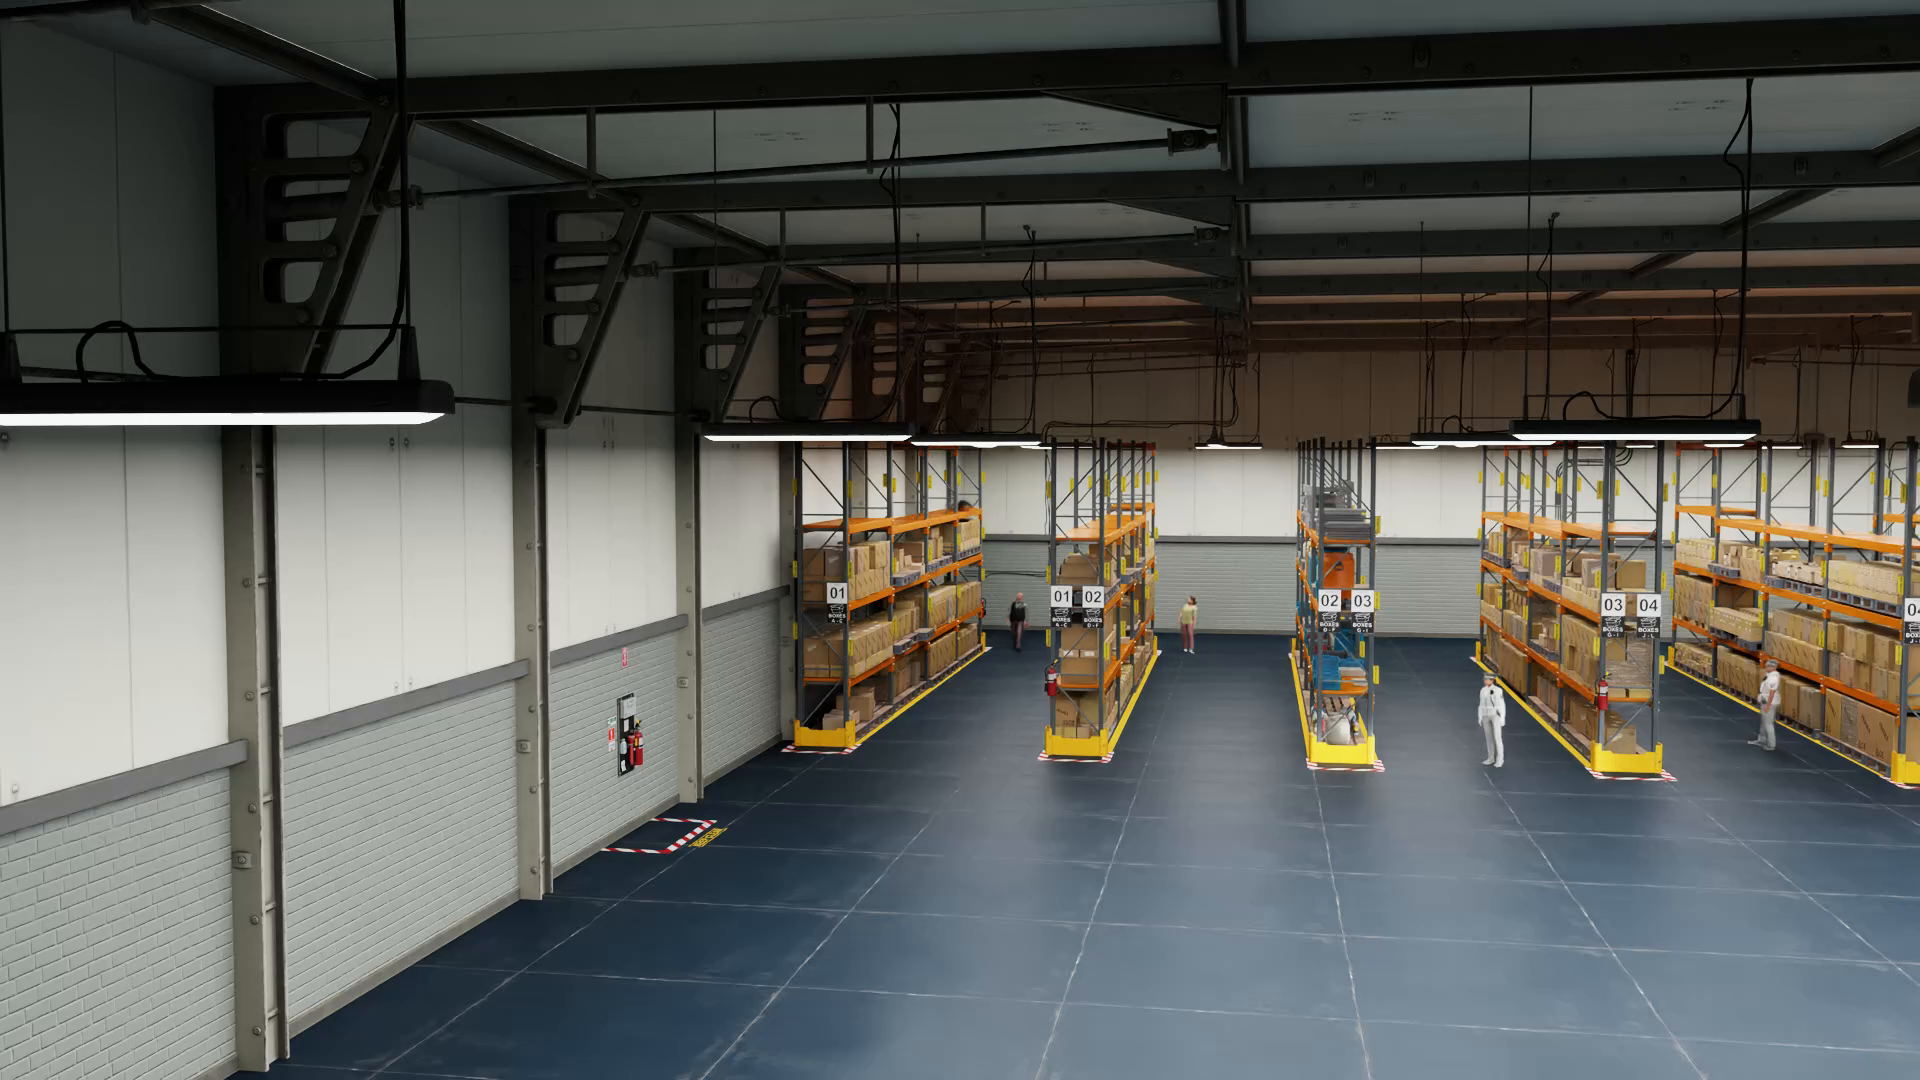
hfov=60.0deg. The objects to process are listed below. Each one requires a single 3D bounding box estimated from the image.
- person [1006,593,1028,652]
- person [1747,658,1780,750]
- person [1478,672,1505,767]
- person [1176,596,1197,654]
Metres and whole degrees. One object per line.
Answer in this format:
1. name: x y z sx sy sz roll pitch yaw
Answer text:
1. person: 1.648 2.338 47.944 0.602 1.613 0.990 1 3 14
2. person: 15.529 3.149 32.138 0.630 1.769 0.550 3 4 43
3. person: 9.738 3.281 30.489 0.350 1.722 0.552 -2 4 -36
4. person: 6.454 2.400 47.418 0.578 1.632 0.701 1 3 22
